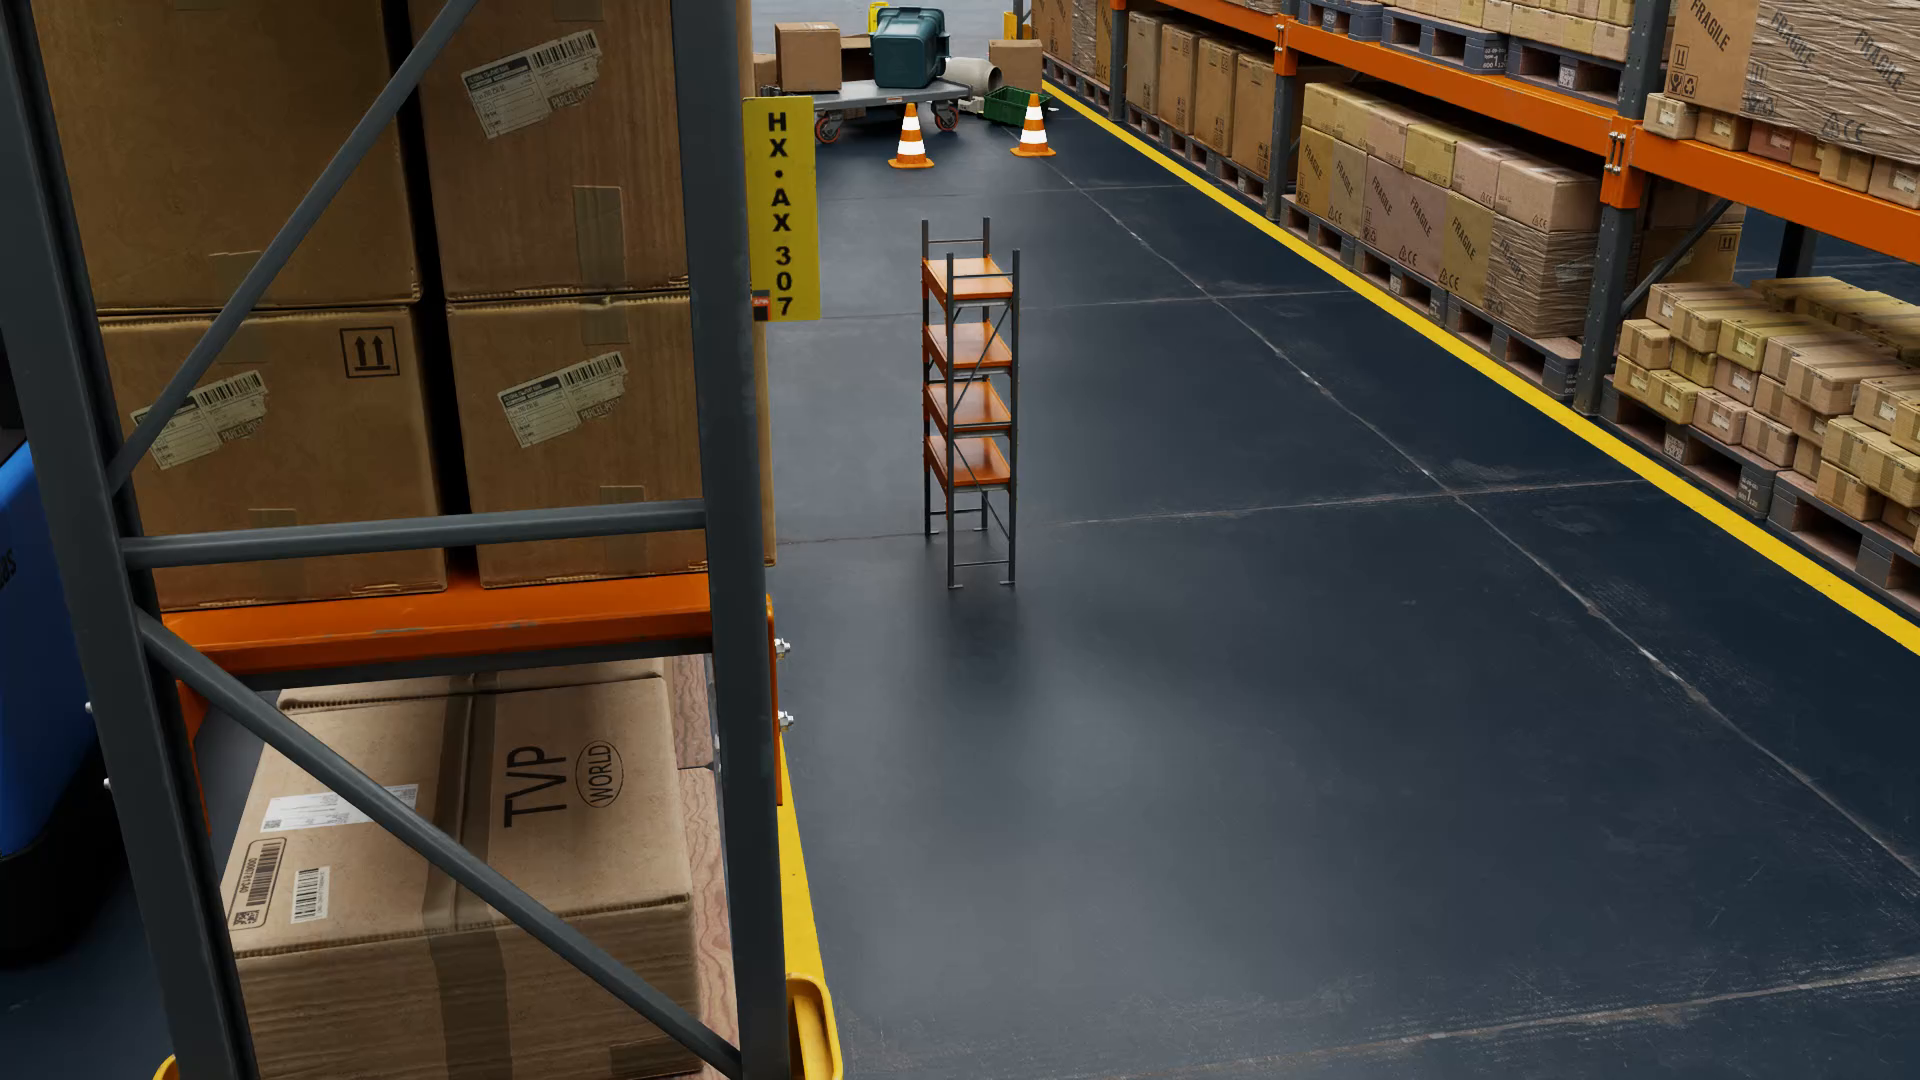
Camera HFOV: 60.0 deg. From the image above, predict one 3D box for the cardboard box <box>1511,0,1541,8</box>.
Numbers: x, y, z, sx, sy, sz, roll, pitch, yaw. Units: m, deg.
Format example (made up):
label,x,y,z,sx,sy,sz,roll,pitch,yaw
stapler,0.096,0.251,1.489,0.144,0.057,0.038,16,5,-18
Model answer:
label,x,y,z,sx,sy,sz,roll,pitch,yaw
cardboard box,2.887,-2.648,7.982,0.380,0.149,0.250,-5,24,-11

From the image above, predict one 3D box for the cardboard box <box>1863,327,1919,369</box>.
label,x,y,z,sx,sy,sz,roll,pitch,yaw
cardboard box,3.735,-0.719,6.442,0.380,0.149,0.250,-4,24,-8

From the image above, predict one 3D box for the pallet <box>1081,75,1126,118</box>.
label,x,y,z,sx,sy,sz,roll,pitch,yaw
pallet,1.759,-4.157,15.505,1.003,0.211,1.213,-4,24,-10

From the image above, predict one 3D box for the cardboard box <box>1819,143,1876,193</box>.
label,x,y,z,sx,sy,sz,roll,pitch,yaw
cardboard box,3.282,-1.324,5.848,0.380,0.149,0.250,-4,24,-9

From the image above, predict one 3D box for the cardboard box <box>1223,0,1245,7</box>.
label,x,y,z,sx,sy,sz,roll,pitch,yaw
cardboard box,2.125,-3.956,11.436,0.500,0.500,0.500,-4,24,-10

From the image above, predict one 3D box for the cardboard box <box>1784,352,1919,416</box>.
label,x,y,z,sx,sy,sz,roll,pitch,yaw
cardboard box,3.288,-0.576,6.114,0.380,0.149,0.250,-4,24,-9

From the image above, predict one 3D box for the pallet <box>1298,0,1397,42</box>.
label,x,y,z,sx,sy,sz,roll,pitch,yaw
pallet,2.799,-3.196,10.061,1.213,0.211,1.003,-4,24,-10

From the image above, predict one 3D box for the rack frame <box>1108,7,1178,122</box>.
label,x,y,z,sx,sy,sz,roll,pitch,yaw
rack frame,1.823,-5.130,14.249,1.000,3.000,0.127,-4,24,-10

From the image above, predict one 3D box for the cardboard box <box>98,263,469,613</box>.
label,x,y,z,sx,sy,sz,roll,pitch,yaw
cardboard box,-1.153,-0.220,2.881,0.500,0.500,0.500,-4,24,-9

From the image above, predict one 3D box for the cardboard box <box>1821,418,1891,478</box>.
label,x,y,z,sx,sy,sz,roll,pitch,yaw
cardboard box,3.330,-0.333,5.931,0.380,0.149,0.250,-4,24,-10

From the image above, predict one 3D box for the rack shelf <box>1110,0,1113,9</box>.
label,x,y,z,sx,sy,sz,roll,pitch,yaw
rack shelf,1.453,-5.587,16.194,1.077,0.370,4.000,-4,24,-10

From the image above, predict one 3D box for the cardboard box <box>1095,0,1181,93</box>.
label,x,y,z,sx,sy,sz,roll,pitch,yaw
cardboard box,1.776,-4.601,15.168,0.875,0.875,0.875,-4,24,-9

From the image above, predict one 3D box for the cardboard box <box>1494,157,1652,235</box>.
label,x,y,z,sx,sy,sz,roll,pitch,yaw
cardboard box,2.916,-1.648,7.938,0.500,0.250,0.500,-5,24,-11

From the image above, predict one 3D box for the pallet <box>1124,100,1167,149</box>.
label,x,y,z,sx,sy,sz,roll,pitch,yaw
pallet,2.040,-3.554,14.124,1.003,0.211,1.213,-4,24,-10

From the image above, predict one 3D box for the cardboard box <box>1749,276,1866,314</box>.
label,x,y,z,sx,sy,sz,roll,pitch,yaw
cardboard box,3.624,-1.021,7.135,0.380,0.149,0.250,-4,24,-8

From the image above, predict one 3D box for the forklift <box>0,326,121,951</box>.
label,x,y,z,sx,sy,sz,roll,pitch,yaw
forklift,-2.909,-0.886,4.616,1.130,2.935,3.031,-4,24,-10

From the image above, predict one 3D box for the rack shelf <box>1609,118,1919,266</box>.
label,x,y,z,sx,sy,sz,roll,pitch,yaw
rack shelf,3.672,-0.867,5.386,1.077,0.370,4.000,-4,24,-10

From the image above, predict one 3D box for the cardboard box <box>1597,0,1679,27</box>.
label,x,y,z,sx,sy,sz,roll,pitch,yaw
cardboard box,3.035,-2.339,7.275,0.380,0.149,0.250,-4,24,-8

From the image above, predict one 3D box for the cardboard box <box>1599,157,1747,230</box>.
label,x,y,z,sx,sy,sz,roll,pitch,yaw
cardboard box,3.426,-1.684,8.020,0.500,0.250,0.500,-5,24,-12

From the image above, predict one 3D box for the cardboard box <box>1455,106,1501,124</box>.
label,x,y,z,sx,sy,sz,roll,pitch,yaw
cardboard box,3.130,-2.299,9.427,0.500,0.250,0.500,-4,24,-9

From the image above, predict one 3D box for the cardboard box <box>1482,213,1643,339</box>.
label,x,y,z,sx,sy,sz,roll,pitch,yaw
cardboard box,2.918,-1.303,8.084,0.500,0.500,0.500,-5,24,-11

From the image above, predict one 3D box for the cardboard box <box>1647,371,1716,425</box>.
label,x,y,z,sx,sy,sz,roll,pitch,yaw
cardboard box,3.103,-0.598,6.908,0.380,0.149,0.250,-4,24,-8

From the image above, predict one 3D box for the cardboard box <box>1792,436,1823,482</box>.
label,x,y,z,sx,sy,sz,roll,pitch,yaw
cardboard box,3.380,-0.304,6.237,0.380,0.149,0.250,-5,24,-12

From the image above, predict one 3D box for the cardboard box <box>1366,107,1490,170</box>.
label,x,y,z,sx,sy,sz,roll,pitch,yaw
cardboard box,2.625,-2.263,9.346,0.500,0.250,0.500,-4,24,-9

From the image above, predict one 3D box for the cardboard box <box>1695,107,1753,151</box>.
label,x,y,z,sx,sy,sz,roll,pitch,yaw
cardboard box,3.154,-1.637,6.563,0.380,0.149,0.250,-4,24,-8

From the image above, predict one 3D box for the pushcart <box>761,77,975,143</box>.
label,x,y,z,sx,sy,sz,roll,pitch,yaw
pushcart,-0.791,-3.711,14.275,1.648,0.377,0.936,-13,27,-28

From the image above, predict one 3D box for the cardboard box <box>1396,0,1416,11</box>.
label,x,y,z,sx,sy,sz,roll,pitch,yaw
cardboard box,2.650,-3.021,9.208,0.380,0.149,0.250,-4,24,-8

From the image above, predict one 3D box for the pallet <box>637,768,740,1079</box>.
label,x,y,z,sx,sy,sz,roll,pitch,yaw
pallet,-1.029,0.965,3.776,1.003,0.211,1.213,-4,24,-10

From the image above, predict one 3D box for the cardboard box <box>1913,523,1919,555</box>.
label,x,y,z,sx,sy,sz,roll,pitch,yaw
cardboard box,3.431,0.008,5.522,0.380,0.149,0.250,-4,24,-9

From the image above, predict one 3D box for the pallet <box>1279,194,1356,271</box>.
label,x,y,z,sx,sy,sz,roll,pitch,yaw
pallet,2.706,-1.971,10.500,1.003,0.211,1.213,-4,24,-10

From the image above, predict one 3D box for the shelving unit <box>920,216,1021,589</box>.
label,x,y,z,sx,sy,sz,roll,pitch,yaw
shelving unit,0.031,-0.485,5.861,0.258,1.200,0.503,-4,24,-10

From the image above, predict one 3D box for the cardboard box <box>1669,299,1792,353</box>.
label,x,y,z,sx,sy,sz,roll,pitch,yaw
cardboard box,3.155,-0.879,6.808,0.380,0.149,0.250,-3,24,-7

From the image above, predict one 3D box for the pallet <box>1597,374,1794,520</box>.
label,x,y,z,sx,sy,sz,roll,pitch,yaw
pallet,3.461,-0.444,7.003,1.003,0.211,1.213,-4,24,-10

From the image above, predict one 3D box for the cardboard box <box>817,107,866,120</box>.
label,x,y,z,sx,sy,sz,roll,pitch,yaw
cardboard box,-1.064,-3.950,14.963,0.396,0.266,0.258,18,29,36

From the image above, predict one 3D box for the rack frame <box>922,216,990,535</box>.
label,x,y,z,sx,sy,sz,roll,pitch,yaw
rack frame,-0.015,-0.581,6.081,0.240,1.200,0.015,-4,24,-10

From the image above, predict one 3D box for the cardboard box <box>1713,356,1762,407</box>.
label,x,y,z,sx,sy,sz,roll,pitch,yaw
cardboard box,3.270,-0.653,6.664,0.380,0.149,0.250,-4,24,-10

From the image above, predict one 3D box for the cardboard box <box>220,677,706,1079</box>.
label,x,y,z,sx,sy,sz,roll,pitch,yaw
cardboard box,-1.024,0.726,3.518,0.875,0.438,0.875,-5,24,-12

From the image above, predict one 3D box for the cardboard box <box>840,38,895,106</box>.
label,x,y,z,sx,sy,sz,roll,pitch,yaw
cardboard box,-0.769,-4.345,15.400,0.797,0.637,0.503,-4,24,-10

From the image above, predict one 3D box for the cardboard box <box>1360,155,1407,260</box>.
label,x,y,z,sx,sy,sz,roll,pitch,yaw
cardboard box,2.639,-1.908,9.468,0.500,0.500,0.500,-5,24,-11

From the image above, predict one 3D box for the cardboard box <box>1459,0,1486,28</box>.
label,x,y,z,sx,sy,sz,roll,pitch,yaw
cardboard box,2.790,-2.715,8.507,0.380,0.149,0.250,-3,24,-7

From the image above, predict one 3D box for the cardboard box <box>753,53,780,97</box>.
label,x,y,z,sx,sy,sz,roll,pitch,yaw
cardboard box,-1.884,-4.102,15.014,0.500,0.500,0.500,13,27,27

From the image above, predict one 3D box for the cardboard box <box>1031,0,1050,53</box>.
label,x,y,z,sx,sy,sz,roll,pitch,yaw
cardboard box,1.274,-5.660,17.593,0.875,0.875,0.875,-4,24,-9

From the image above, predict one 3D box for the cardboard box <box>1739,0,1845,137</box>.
label,x,y,z,sx,sy,sz,roll,pitch,yaw
cardboard box,3.245,-1.758,6.031,0.500,0.500,0.500,-4,24,-10

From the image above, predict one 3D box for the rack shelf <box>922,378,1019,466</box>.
label,x,y,z,sx,sy,sz,roll,pitch,yaw
rack shelf,0.031,-0.423,5.888,0.258,0.148,0.480,-4,24,-10

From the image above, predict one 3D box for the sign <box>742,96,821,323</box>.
label,x,y,z,sx,sy,sz,roll,pitch,yaw
sign,-0.257,-0.476,2.411,0.100,0.325,0.005,-4,24,-10

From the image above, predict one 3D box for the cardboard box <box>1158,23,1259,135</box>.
label,x,y,z,sx,sy,sz,roll,pitch,yaw
cardboard box,2.201,-3.674,13.202,1.050,0.750,0.750,-4,24,-10

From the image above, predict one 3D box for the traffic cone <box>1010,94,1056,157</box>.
label,x,y,z,sx,sy,sz,roll,pitch,yaw
traffic cone,0.587,-3.328,13.293,0.336,0.463,0.334,-4,24,-10

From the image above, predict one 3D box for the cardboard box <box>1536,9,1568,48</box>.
label,x,y,z,sx,sy,sz,roll,pitch,yaw
cardboard box,2.942,-2.403,7.793,0.380,0.149,0.250,-4,24,-10

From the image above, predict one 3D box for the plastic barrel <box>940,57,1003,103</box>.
label,x,y,z,sx,sy,sz,roll,pitch,yaw
plastic barrel,0.106,-4.282,15.526,0.512,0.421,0.421,13,27,27
